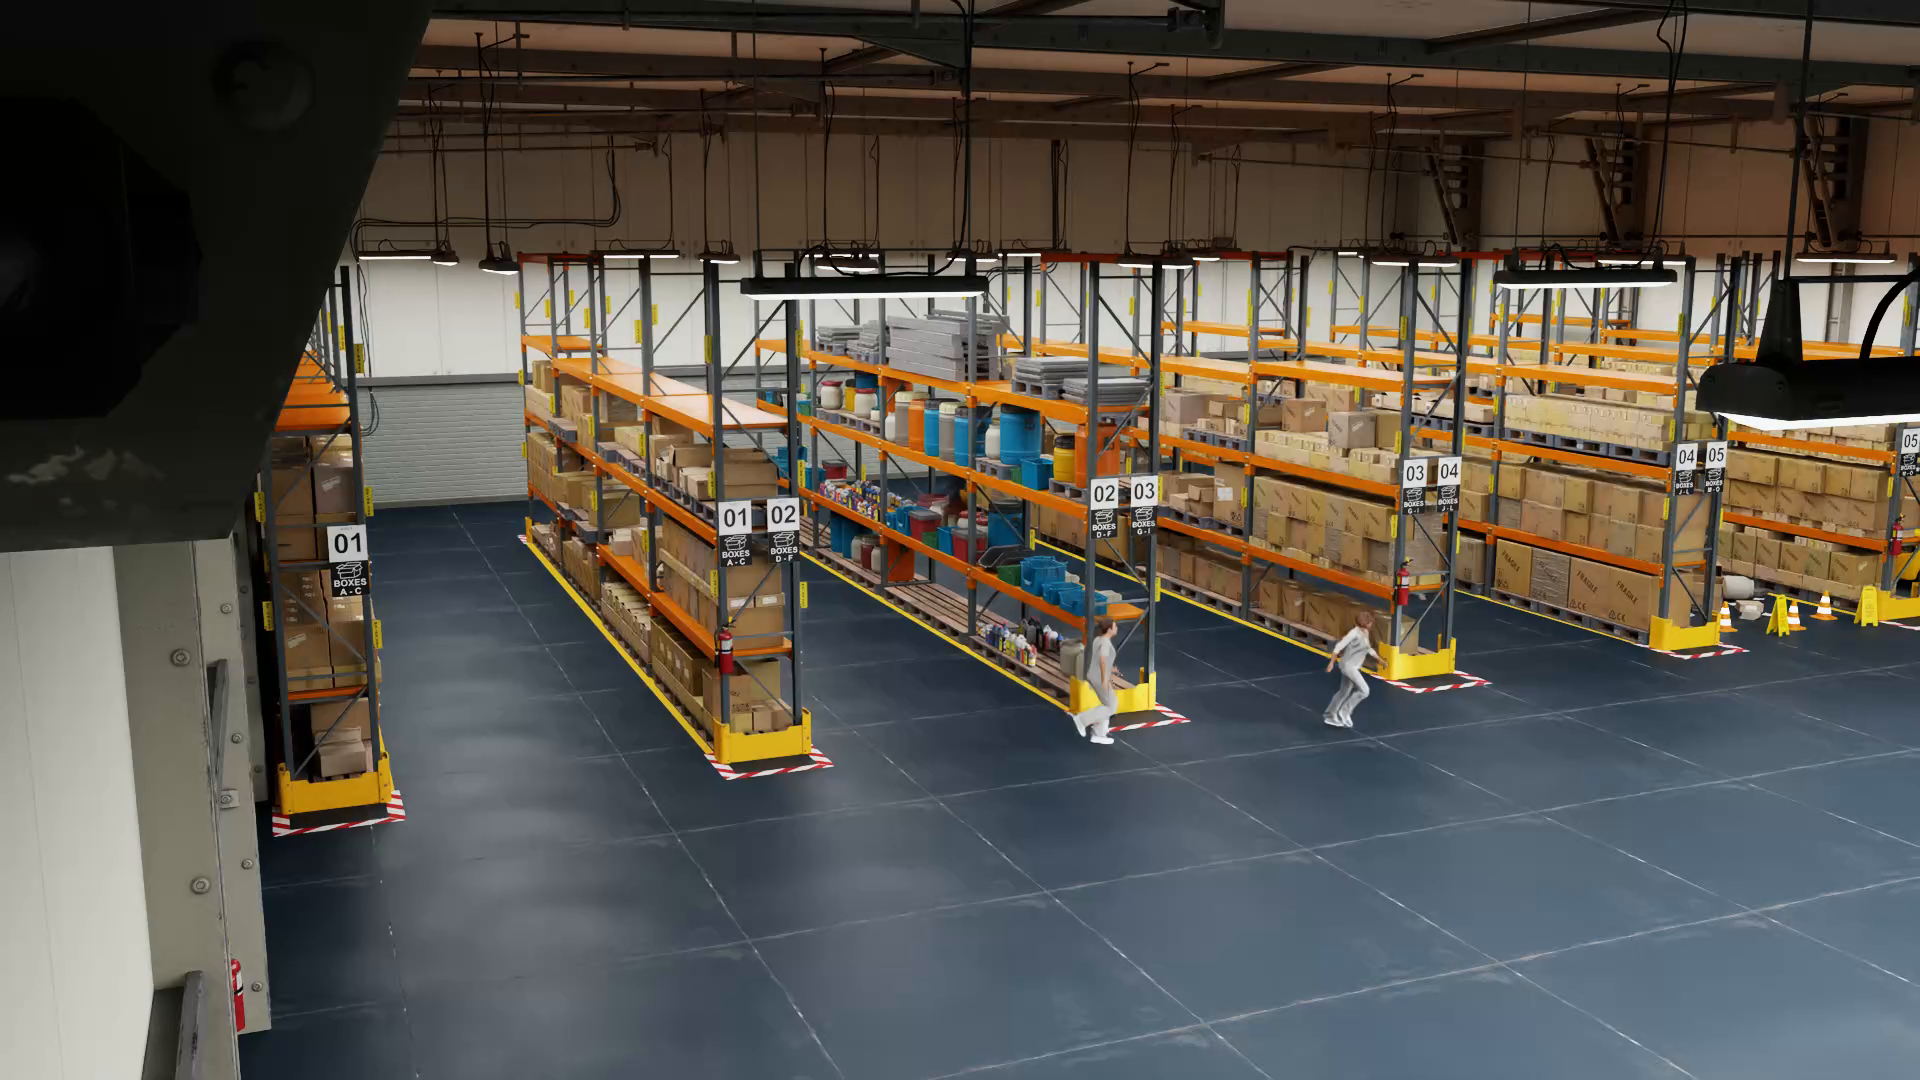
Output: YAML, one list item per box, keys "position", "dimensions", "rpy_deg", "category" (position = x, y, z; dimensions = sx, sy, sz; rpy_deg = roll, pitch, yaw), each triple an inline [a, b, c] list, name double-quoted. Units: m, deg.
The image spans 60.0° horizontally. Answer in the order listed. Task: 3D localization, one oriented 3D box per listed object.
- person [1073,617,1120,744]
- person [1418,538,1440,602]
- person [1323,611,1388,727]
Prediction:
- position: [1.741, 1.773, 20.968]
  dimensions: [0.664, 1.608, 0.574]
  rpy_deg: [-2, 11, -12]
  category: "person"
- position: [8.058, 0.221, 29.427]
  dimensions: [0.678, 1.598, 1.136]
  rpy_deg: [-2, 11, -13]
  category: "person"
- position: [5.129, 1.692, 21.562]
  dimensions: [0.775, 1.515, 0.514]
  rpy_deg: [5, 12, 26]
  category: "person"
